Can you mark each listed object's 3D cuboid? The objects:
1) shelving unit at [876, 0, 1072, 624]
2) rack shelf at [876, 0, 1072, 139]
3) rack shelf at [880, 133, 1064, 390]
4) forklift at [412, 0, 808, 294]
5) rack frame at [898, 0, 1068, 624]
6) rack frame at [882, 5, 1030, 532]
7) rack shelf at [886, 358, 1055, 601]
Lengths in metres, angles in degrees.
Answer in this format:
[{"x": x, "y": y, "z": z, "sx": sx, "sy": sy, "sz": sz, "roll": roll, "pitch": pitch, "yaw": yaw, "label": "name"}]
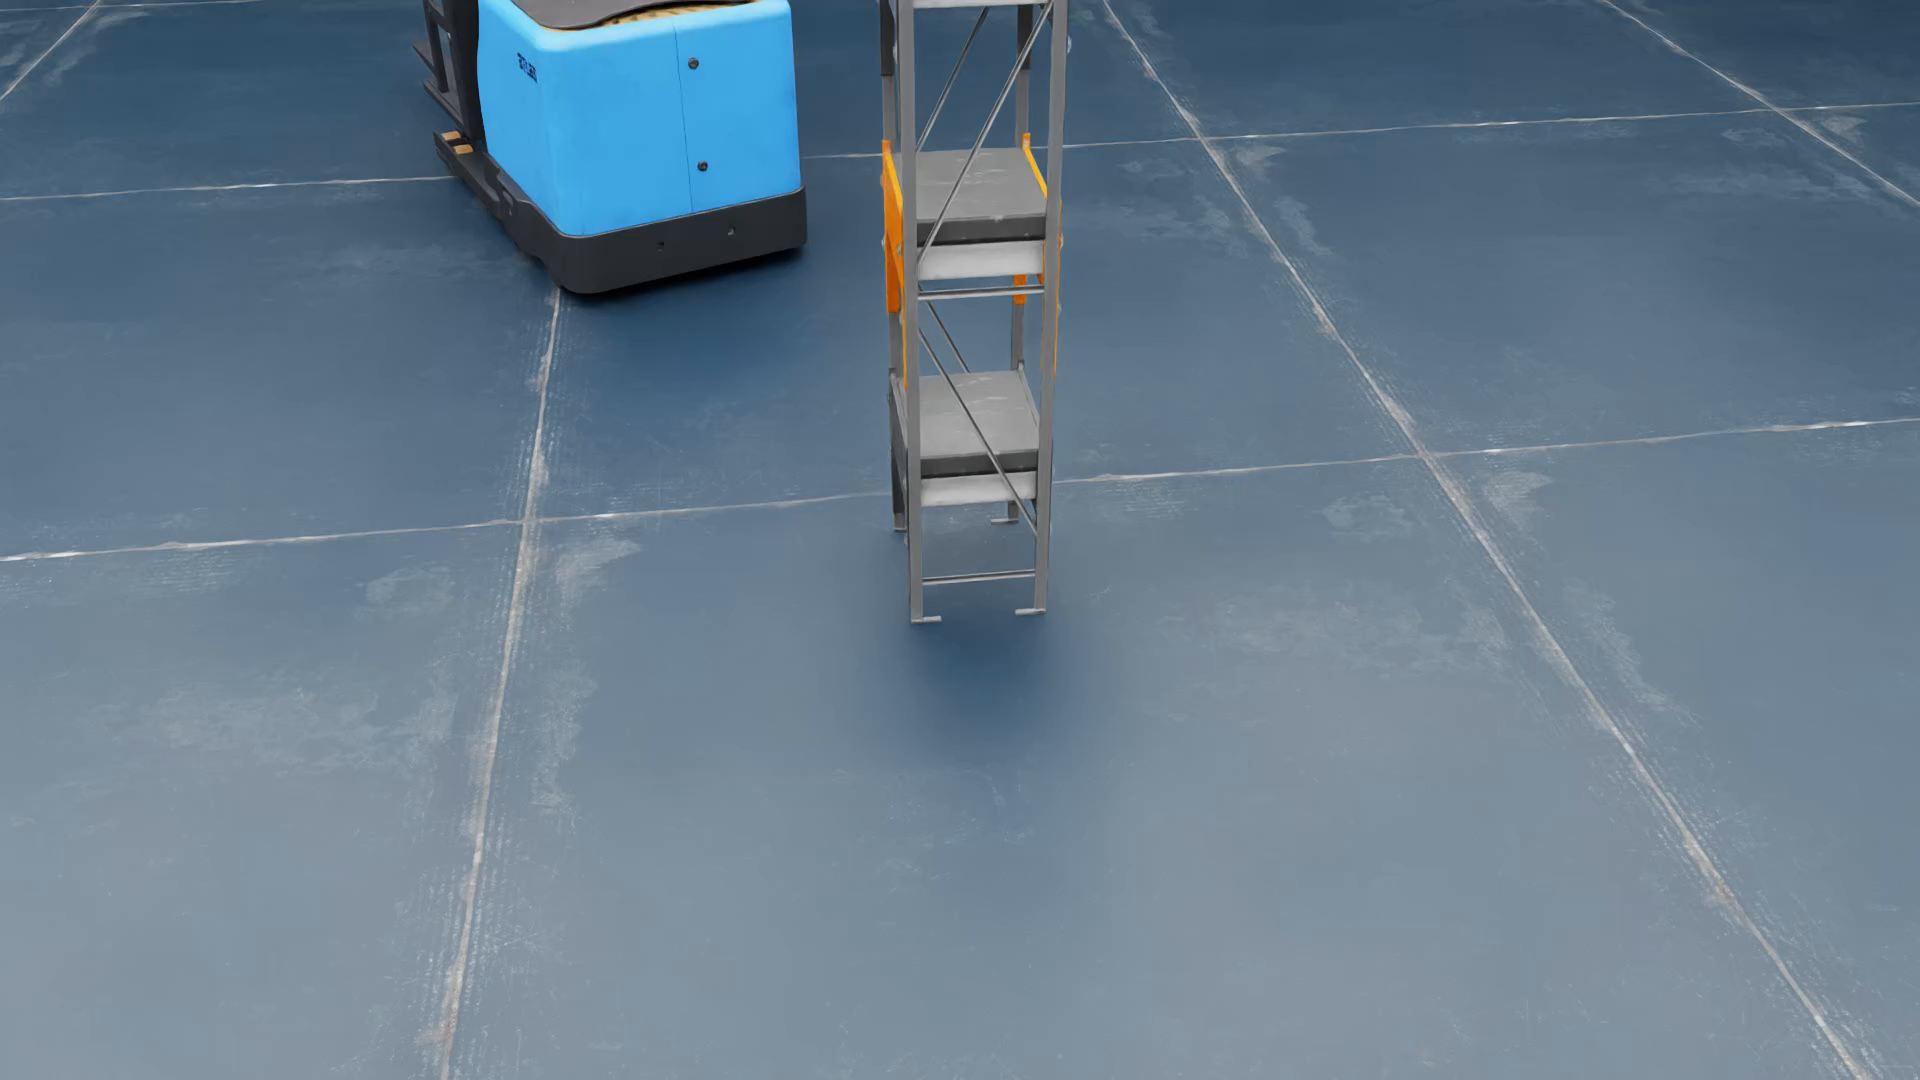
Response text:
[{"x": 0.022, "y": -0.775, "z": 4.523, "sx": 0.431, "sy": 2.100, "sz": 0.503, "roll": -4, "pitch": 35, "yaw": -6, "label": "shelving unit"}, {"x": 0.022, "y": -1.342, "z": 4.137, "sx": 0.431, "sy": 0.518, "sz": 0.480, "roll": -4, "pitch": 35, "yaw": -6, "label": "rack shelf"}, {"x": 0.022, "y": -0.764, "z": 4.531, "sx": 0.431, "sy": 0.518, "sz": 0.480, "roll": -4, "pitch": 35, "yaw": -6, "label": "rack shelf"}, {"x": -1.809, "y": -2.984, "z": 7.026, "sx": 1.130, "sy": 2.935, "sz": 3.031, "roll": -18, "pitch": 38, "yaw": -24, "label": "forklift"}, {"x": 0.055, "y": -0.639, "z": 4.323, "sx": 0.400, "sy": 2.100, "sz": 0.015, "roll": -4, "pitch": 35, "yaw": -6, "label": "rack frame"}, {"x": -0.011, "y": -0.911, "z": 4.723, "sx": 0.400, "sy": 2.100, "sz": 0.015, "roll": -4, "pitch": 35, "yaw": -6, "label": "rack frame"}, {"x": 0.022, "y": -0.186, "z": 4.925, "sx": 0.431, "sy": 0.518, "sz": 0.480, "roll": -4, "pitch": 35, "yaw": -6, "label": "rack shelf"}]
